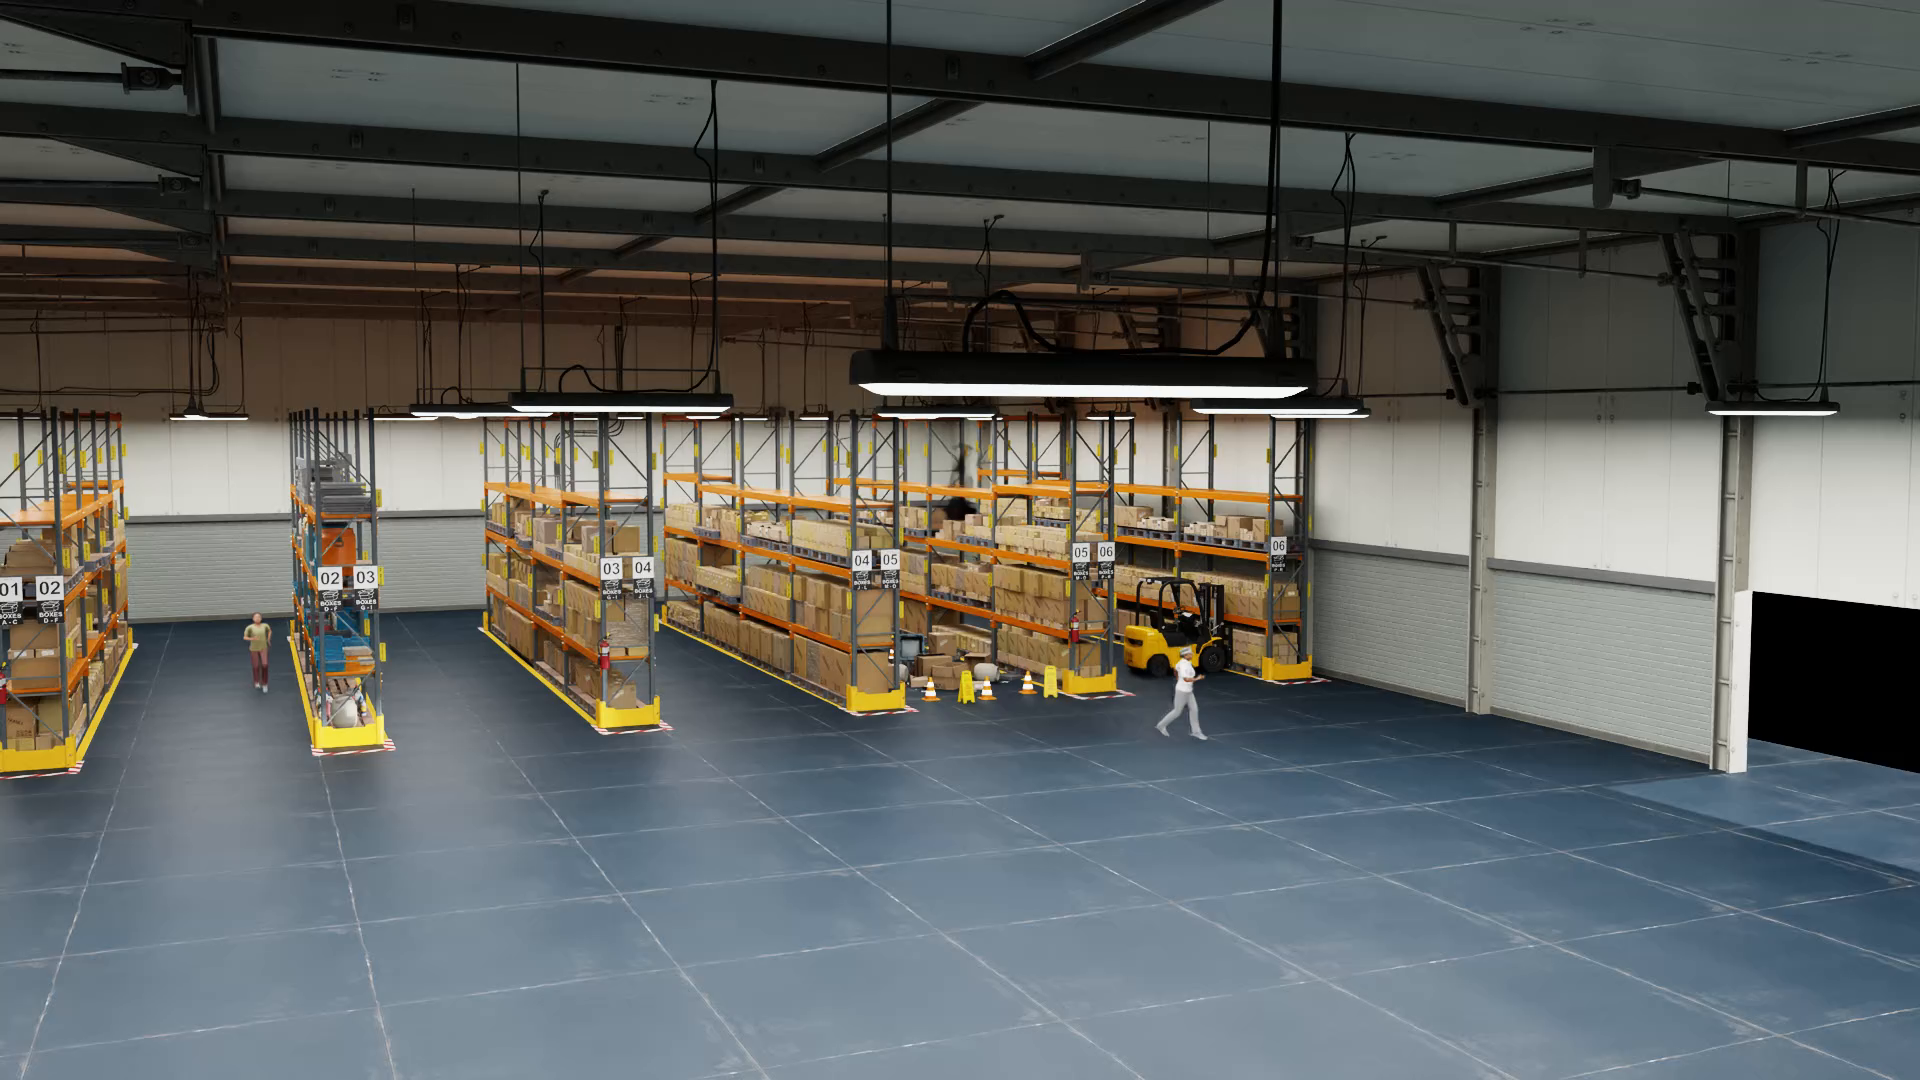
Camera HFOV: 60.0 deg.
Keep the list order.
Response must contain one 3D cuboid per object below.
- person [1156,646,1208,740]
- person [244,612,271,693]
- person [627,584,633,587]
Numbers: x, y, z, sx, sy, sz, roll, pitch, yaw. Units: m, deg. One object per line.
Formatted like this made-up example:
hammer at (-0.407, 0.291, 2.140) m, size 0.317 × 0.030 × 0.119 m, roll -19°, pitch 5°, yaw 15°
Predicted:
person at (4.022, 2.754, 30.041) m, size 0.929 × 1.687 × 0.566 m, roll 1°, pitch 4°, yaw 18°
person at (-15.021, 2.388, 35.585) m, size 0.563 × 1.718 × 0.796 m, roll -2°, pitch 4°, yaw -26°
person at (-9.469, 1.564, 48.043) m, size 0.676 × 1.623 × 0.628 m, roll 3°, pitch 5°, yaw 36°
